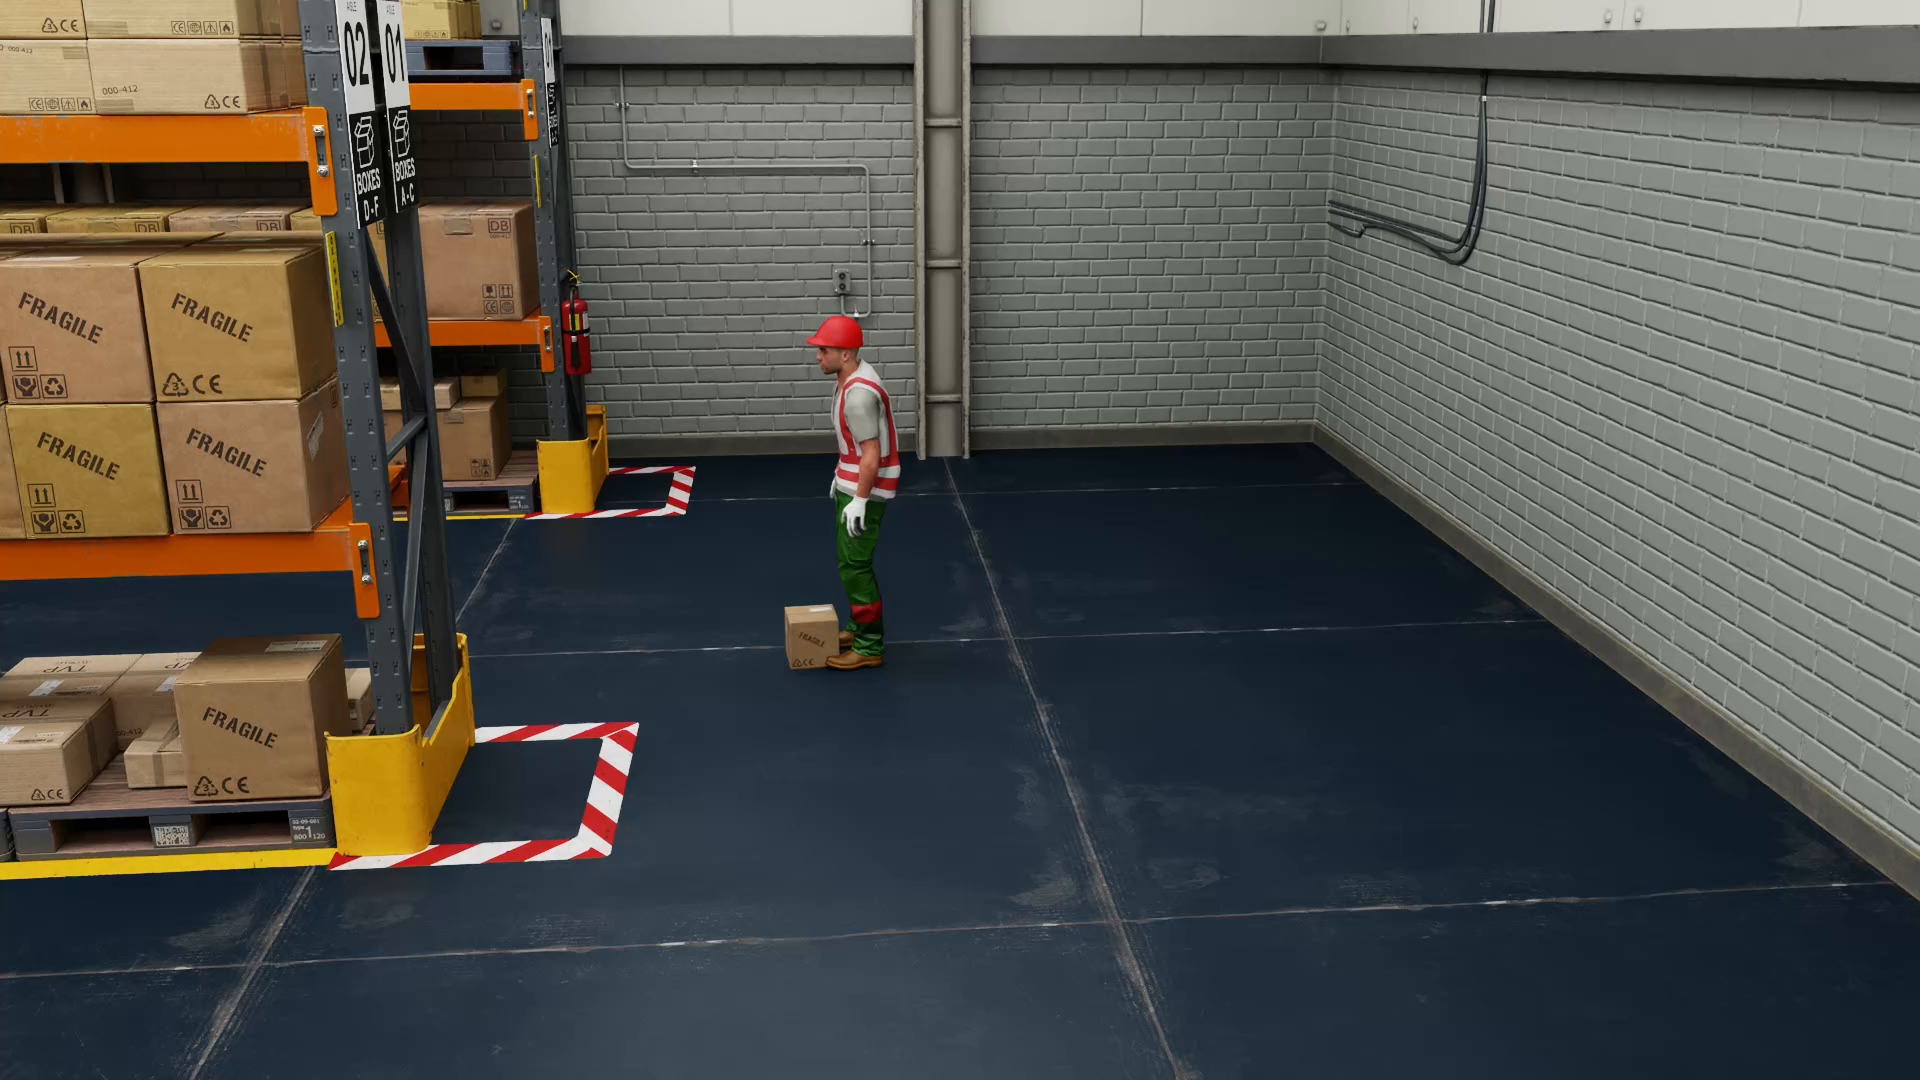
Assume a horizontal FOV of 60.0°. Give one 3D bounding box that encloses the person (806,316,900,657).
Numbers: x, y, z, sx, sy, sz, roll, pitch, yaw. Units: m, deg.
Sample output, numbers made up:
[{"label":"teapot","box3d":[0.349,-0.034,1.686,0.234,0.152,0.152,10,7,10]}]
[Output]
[{"label":"person","box3d":[-0.531,-0.266,8.303,0.448,1.722,0.589,-3,17,-9]}]
